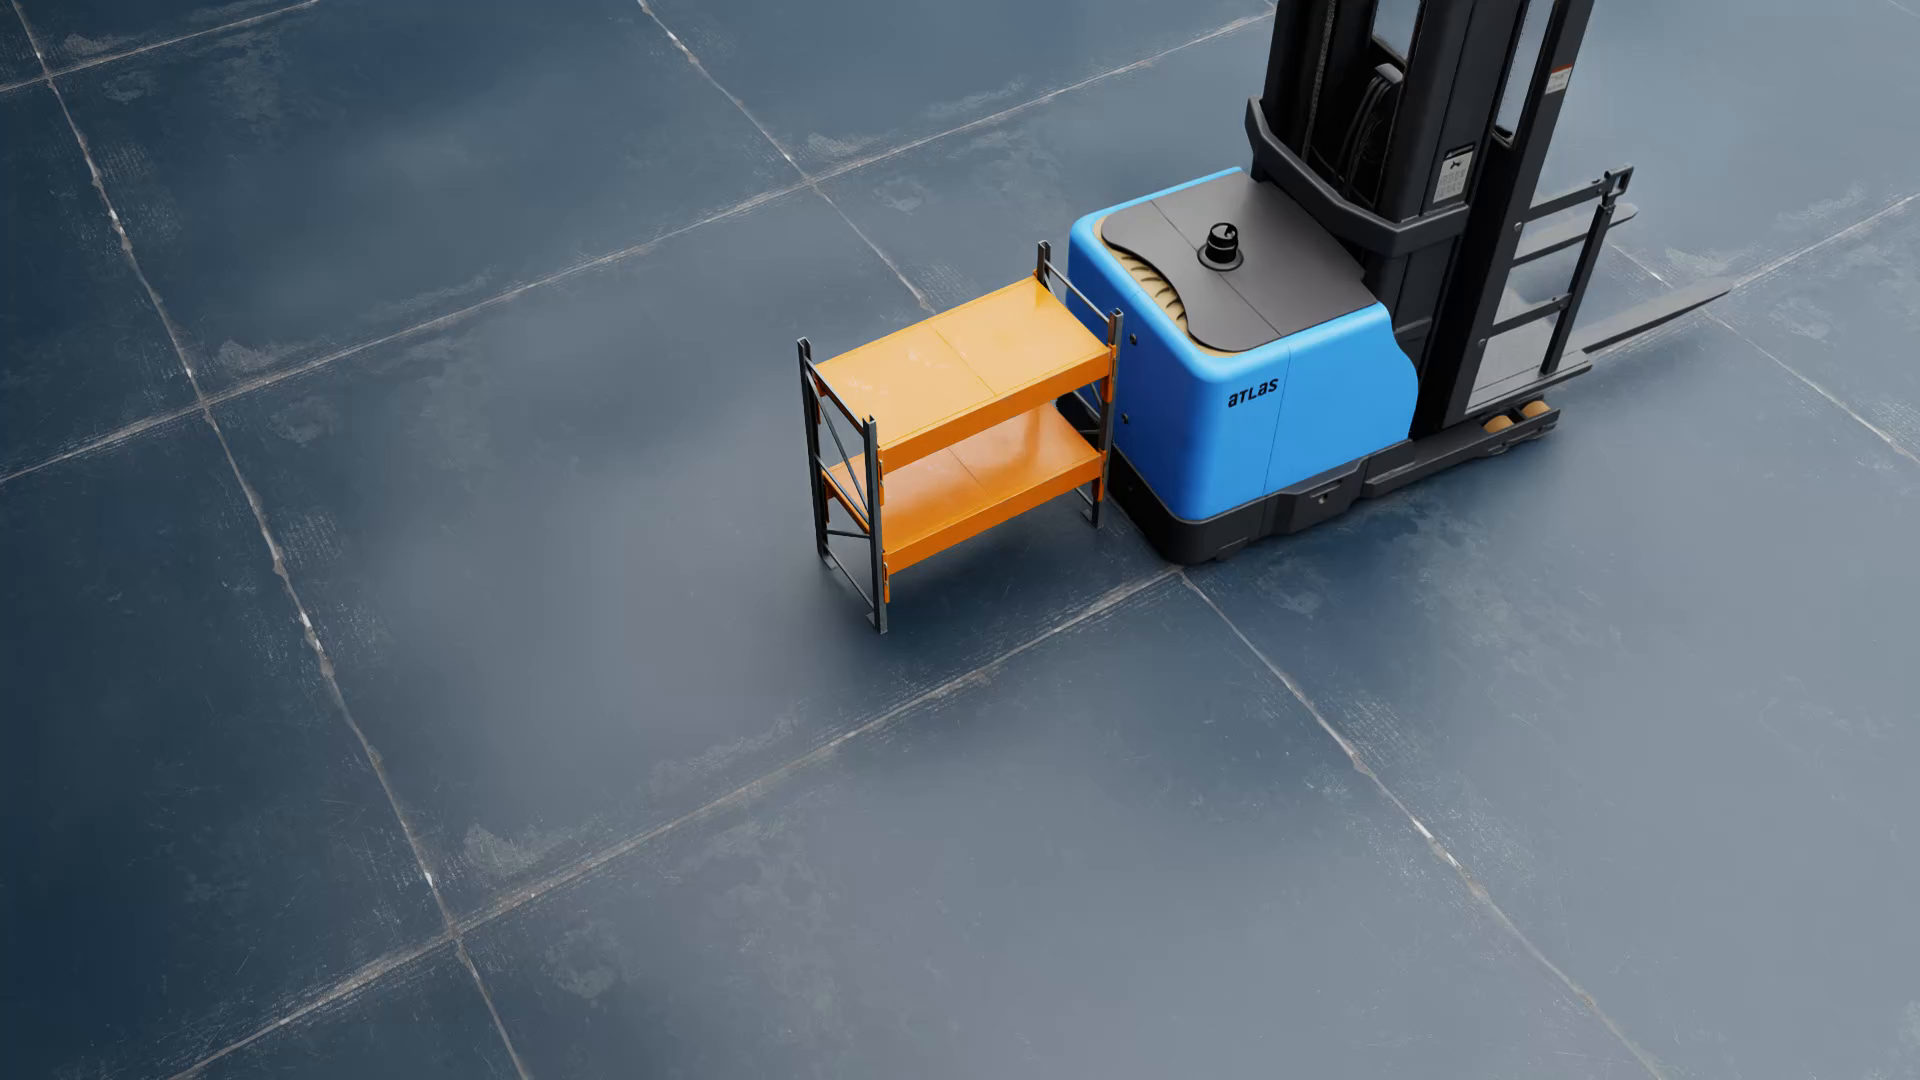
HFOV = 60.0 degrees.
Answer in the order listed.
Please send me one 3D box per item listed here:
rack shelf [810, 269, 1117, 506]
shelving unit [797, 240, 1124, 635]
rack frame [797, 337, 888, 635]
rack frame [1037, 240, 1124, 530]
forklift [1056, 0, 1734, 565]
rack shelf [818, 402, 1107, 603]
[{"bbox_3d":[0.006,-0.571,6.059,1.000,0.278,0.538,-25,53,-21],"label":"rack shelf"},{"bbox_3d":[0.006,-0.377,6.278,1.048,1.125,0.538,-25,53,-21],"label":"shelving unit"},{"bbox_3d":[-0.424,-0.174,6.097,0.032,1.125,0.500,-25,53,-21],"label":"rack frame"},{"bbox_3d":[0.436,-0.579,6.458,0.032,1.125,0.500,-25,53,-21],"label":"rack frame"},{"bbox_3d":[1.955,-1.667,6.218,3.031,2.935,1.130,-21,52,-18],"label":"forklift"},{"bbox_3d":[0.006,-0.214,6.460,1.000,0.278,0.538,-25,53,-21],"label":"rack shelf"}]
